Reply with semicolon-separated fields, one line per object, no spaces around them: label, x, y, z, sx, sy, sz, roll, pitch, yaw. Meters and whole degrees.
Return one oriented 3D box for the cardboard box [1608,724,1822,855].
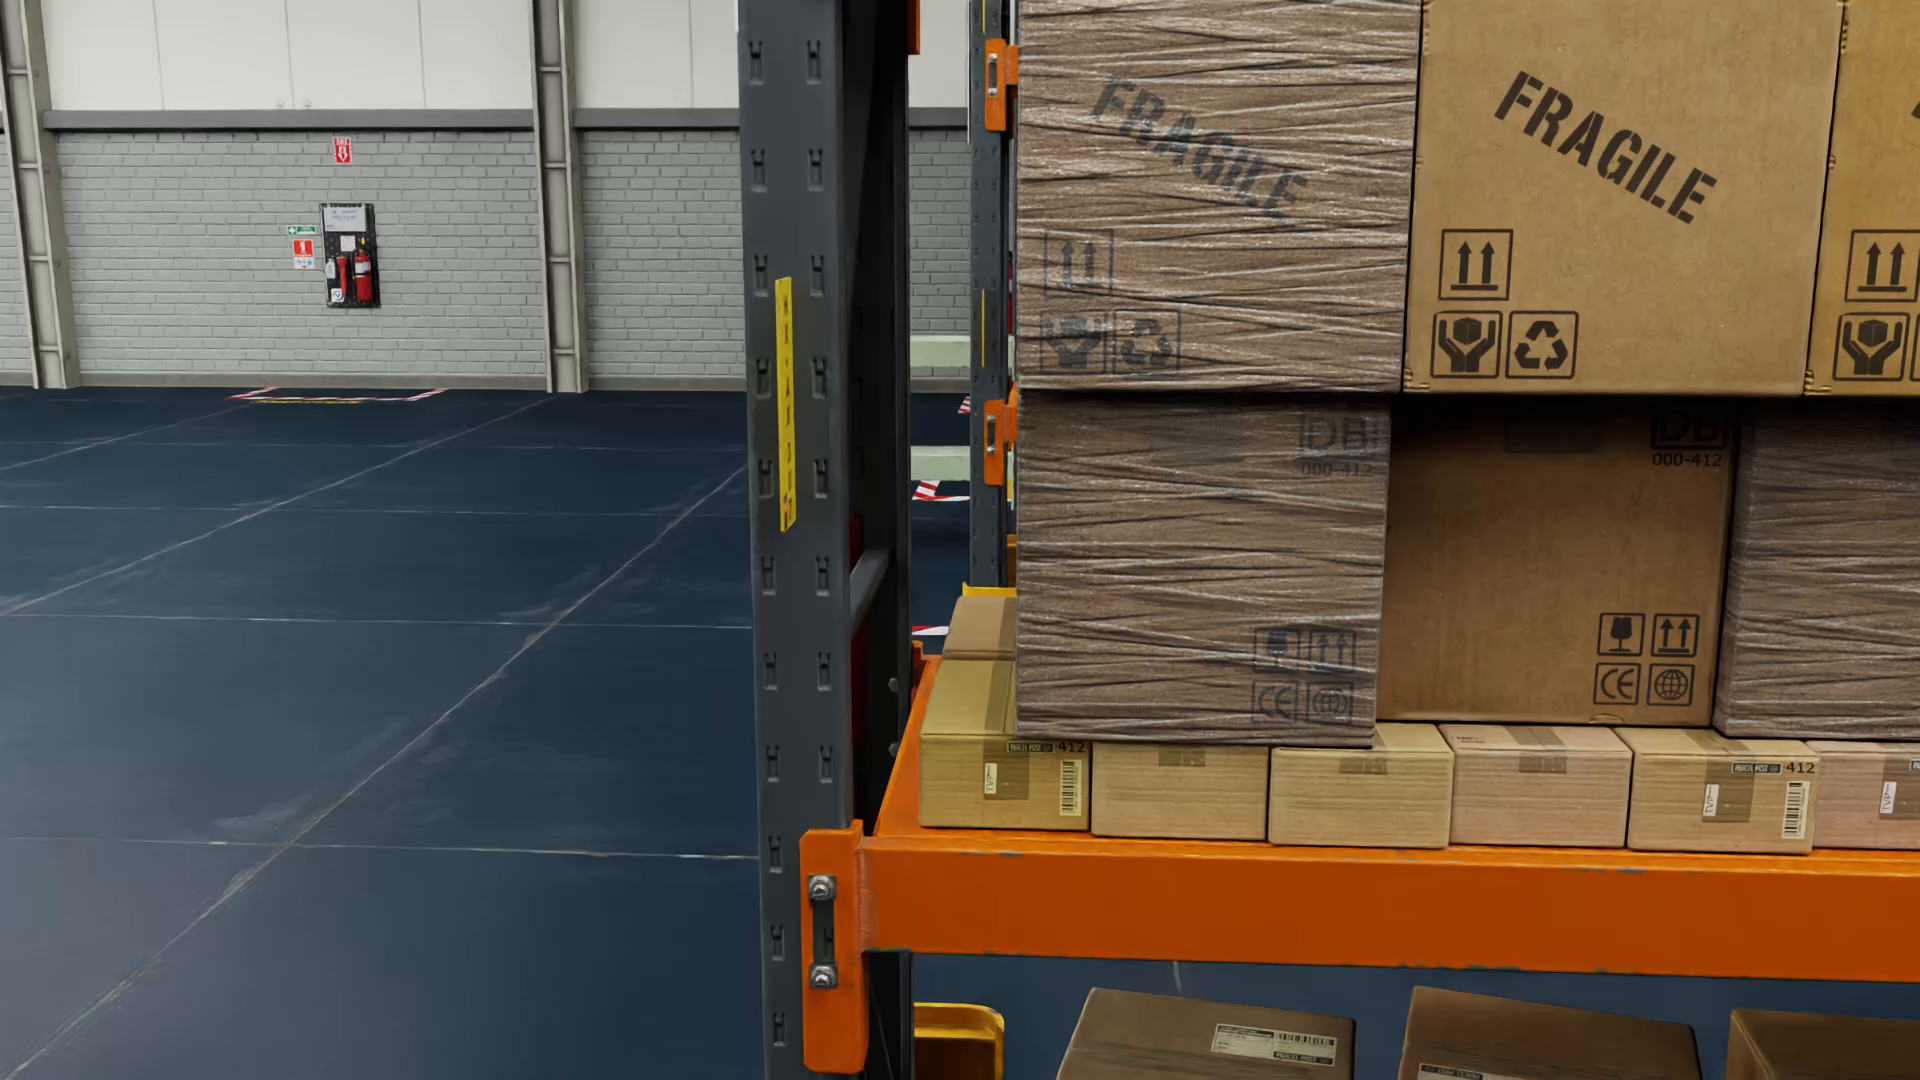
cardboard box;1.073;0.328;2.489;0.250;0.149;0.380;1;12;4

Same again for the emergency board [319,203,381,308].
emergency board;-6.892;-3.192;18.703;0.643;1.169;0.194;1;12;4

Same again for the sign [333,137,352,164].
sign;-6.893;-4.347;18.564;0.199;0.298;0.001;1;12;4

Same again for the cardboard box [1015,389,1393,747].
cardboard box;0.355;-0.047;2.697;0.500;0.500;0.875;1;12;4

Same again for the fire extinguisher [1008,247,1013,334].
fire extinguisher;0.387;-1.948;12.944;0.183;0.674;0.296;1;12;4

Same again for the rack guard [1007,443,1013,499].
rack guard;0.450;-0.666;12.732;0.348;0.500;1.175;1;12;4

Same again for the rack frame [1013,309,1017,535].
rack frame;0.359;-0.729;10.591;0.023;1.500;0.400;1;12;4

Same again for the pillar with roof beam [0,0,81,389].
pillar with roof beam;-10.703;-5.290;14.078;0.400;9.000;9.100;1;12;4

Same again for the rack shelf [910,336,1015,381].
rack shelf;-0.007;-1.116;10.535;0.720;0.370;0.431;1;12;4

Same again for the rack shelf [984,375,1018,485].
rack shelf;2.135;-0.498;7.580;4.000;0.370;1.077;1;12;4

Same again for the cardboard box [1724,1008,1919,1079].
cardboard box;1.653;1.178;2.891;0.500;0.500;0.500;2;12;9

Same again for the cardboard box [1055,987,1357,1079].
cardboard box;0.430;1.164;2.956;0.500;0.500;0.500;3;12;14

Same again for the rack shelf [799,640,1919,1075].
rack shelf;1.804;0.514;2.743;4.000;0.370;1.077;1;12;4

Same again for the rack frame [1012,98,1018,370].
rack frame;0.474;-1.889;12.475;0.127;3.000;1.000;1;12;4

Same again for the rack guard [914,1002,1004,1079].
rack guard;-0.116;1.359;3.051;0.348;0.500;1.175;1;12;4

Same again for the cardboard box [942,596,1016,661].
cardboard box;0.107;0.219;3.009;0.250;0.149;0.380;1;12;4

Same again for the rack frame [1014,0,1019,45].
rack frame;0.474;-4.826;11.860;0.127;3.000;1.000;1;12;4

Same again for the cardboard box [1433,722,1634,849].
cardboard box;0.824;0.323;2.512;0.250;0.149;0.380;1;12;4

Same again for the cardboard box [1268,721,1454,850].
cardboard box;0.574;0.324;2.508;0.250;0.149;0.380;1;12;4

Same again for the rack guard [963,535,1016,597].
rack guard;0.218;0.337;7.934;0.348;0.500;1.175;1;12;4

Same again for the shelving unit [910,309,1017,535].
shelving unit;-0.007;-0.734;10.615;0.755;1.500;0.431;1;12;4

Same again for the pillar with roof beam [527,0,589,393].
pillar with roof beam;-4.717;-5.208;13.686;0.400;9.000;9.100;1;12;4

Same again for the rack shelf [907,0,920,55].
rack shelf;1.804;-0.954;2.436;4.000;0.370;1.077;1;12;4

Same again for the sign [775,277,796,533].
sign;-0.228;-0.179;2.181;0.005;0.325;0.100;1;12;4

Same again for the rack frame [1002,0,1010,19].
rack frame;0.140;-3.814;7.023;0.127;3.000;1.000;1;12;4

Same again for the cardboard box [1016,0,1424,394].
cardboard box;0.339;-0.486;2.355;0.500;0.500;0.500;1;12;4

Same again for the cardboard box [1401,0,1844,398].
cardboard box;0.838;-0.478;2.315;0.500;0.500;0.500;1;12;4

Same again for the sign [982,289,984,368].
sign;0.098;-0.901;7.072;0.005;0.325;0.100;1;12;4

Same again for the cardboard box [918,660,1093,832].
cardboard box;0.077;0.310;2.574;0.250;0.149;0.380;1;12;4

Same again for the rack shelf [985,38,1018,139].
rack shelf;2.135;-1.966;7.273;4.000;0.370;1.077;1;12;4

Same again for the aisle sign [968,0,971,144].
aisle sign;0.048;-2.091;7.090;0.004;0.787;0.394;1;12;4

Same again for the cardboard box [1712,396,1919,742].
cardboard box;1.358;-0.049;2.706;0.500;0.500;0.875;1;12;4

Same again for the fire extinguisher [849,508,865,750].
fire extinguisher;-0.275;0.076;3.265;0.183;0.674;0.296;1;12;4

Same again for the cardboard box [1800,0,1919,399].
cardboard box;1.336;-0.472;2.284;0.500;0.500;0.500;1;12;4

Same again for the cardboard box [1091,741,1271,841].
cardboard box;0.325;0.317;2.539;0.250;0.149;0.380;1;12;4

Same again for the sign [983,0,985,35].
sign;0.098;-2.238;6.792;0.005;0.325;0.100;1;12;4

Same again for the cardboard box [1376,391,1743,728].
cardboard box;0.862;-0.065;2.781;0.500;0.500;0.875;1;12;4

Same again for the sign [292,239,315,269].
sign;-7.437;-3.238;18.836;0.234;0.329;0.001;1;12;4

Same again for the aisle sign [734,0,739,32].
aisle sign;-0.273;-1.078;2.245;0.004;0.787;0.394;1;12;4

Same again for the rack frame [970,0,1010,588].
rack frame;0.140;-0.878;7.637;0.127;3.000;1.000;1;12;4

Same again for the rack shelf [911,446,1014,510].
rack shelf;-0.007;-0.415;10.682;0.720;0.370;0.431;1;12;4

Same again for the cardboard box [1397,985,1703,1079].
cardboard box;1.029;1.165;2.950;0.500;0.500;0.500;4;12;19

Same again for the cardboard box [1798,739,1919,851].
cardboard box;1.325;0.326;2.499;0.250;0.149;0.380;1;12;4

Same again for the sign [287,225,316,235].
sign;-7.433;-3.496;18.773;0.331;0.109;0.001;1;12;4

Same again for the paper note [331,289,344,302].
paper note;-7.064;-2.778;18.872;0.142;0.148;0.016;1;12;4
